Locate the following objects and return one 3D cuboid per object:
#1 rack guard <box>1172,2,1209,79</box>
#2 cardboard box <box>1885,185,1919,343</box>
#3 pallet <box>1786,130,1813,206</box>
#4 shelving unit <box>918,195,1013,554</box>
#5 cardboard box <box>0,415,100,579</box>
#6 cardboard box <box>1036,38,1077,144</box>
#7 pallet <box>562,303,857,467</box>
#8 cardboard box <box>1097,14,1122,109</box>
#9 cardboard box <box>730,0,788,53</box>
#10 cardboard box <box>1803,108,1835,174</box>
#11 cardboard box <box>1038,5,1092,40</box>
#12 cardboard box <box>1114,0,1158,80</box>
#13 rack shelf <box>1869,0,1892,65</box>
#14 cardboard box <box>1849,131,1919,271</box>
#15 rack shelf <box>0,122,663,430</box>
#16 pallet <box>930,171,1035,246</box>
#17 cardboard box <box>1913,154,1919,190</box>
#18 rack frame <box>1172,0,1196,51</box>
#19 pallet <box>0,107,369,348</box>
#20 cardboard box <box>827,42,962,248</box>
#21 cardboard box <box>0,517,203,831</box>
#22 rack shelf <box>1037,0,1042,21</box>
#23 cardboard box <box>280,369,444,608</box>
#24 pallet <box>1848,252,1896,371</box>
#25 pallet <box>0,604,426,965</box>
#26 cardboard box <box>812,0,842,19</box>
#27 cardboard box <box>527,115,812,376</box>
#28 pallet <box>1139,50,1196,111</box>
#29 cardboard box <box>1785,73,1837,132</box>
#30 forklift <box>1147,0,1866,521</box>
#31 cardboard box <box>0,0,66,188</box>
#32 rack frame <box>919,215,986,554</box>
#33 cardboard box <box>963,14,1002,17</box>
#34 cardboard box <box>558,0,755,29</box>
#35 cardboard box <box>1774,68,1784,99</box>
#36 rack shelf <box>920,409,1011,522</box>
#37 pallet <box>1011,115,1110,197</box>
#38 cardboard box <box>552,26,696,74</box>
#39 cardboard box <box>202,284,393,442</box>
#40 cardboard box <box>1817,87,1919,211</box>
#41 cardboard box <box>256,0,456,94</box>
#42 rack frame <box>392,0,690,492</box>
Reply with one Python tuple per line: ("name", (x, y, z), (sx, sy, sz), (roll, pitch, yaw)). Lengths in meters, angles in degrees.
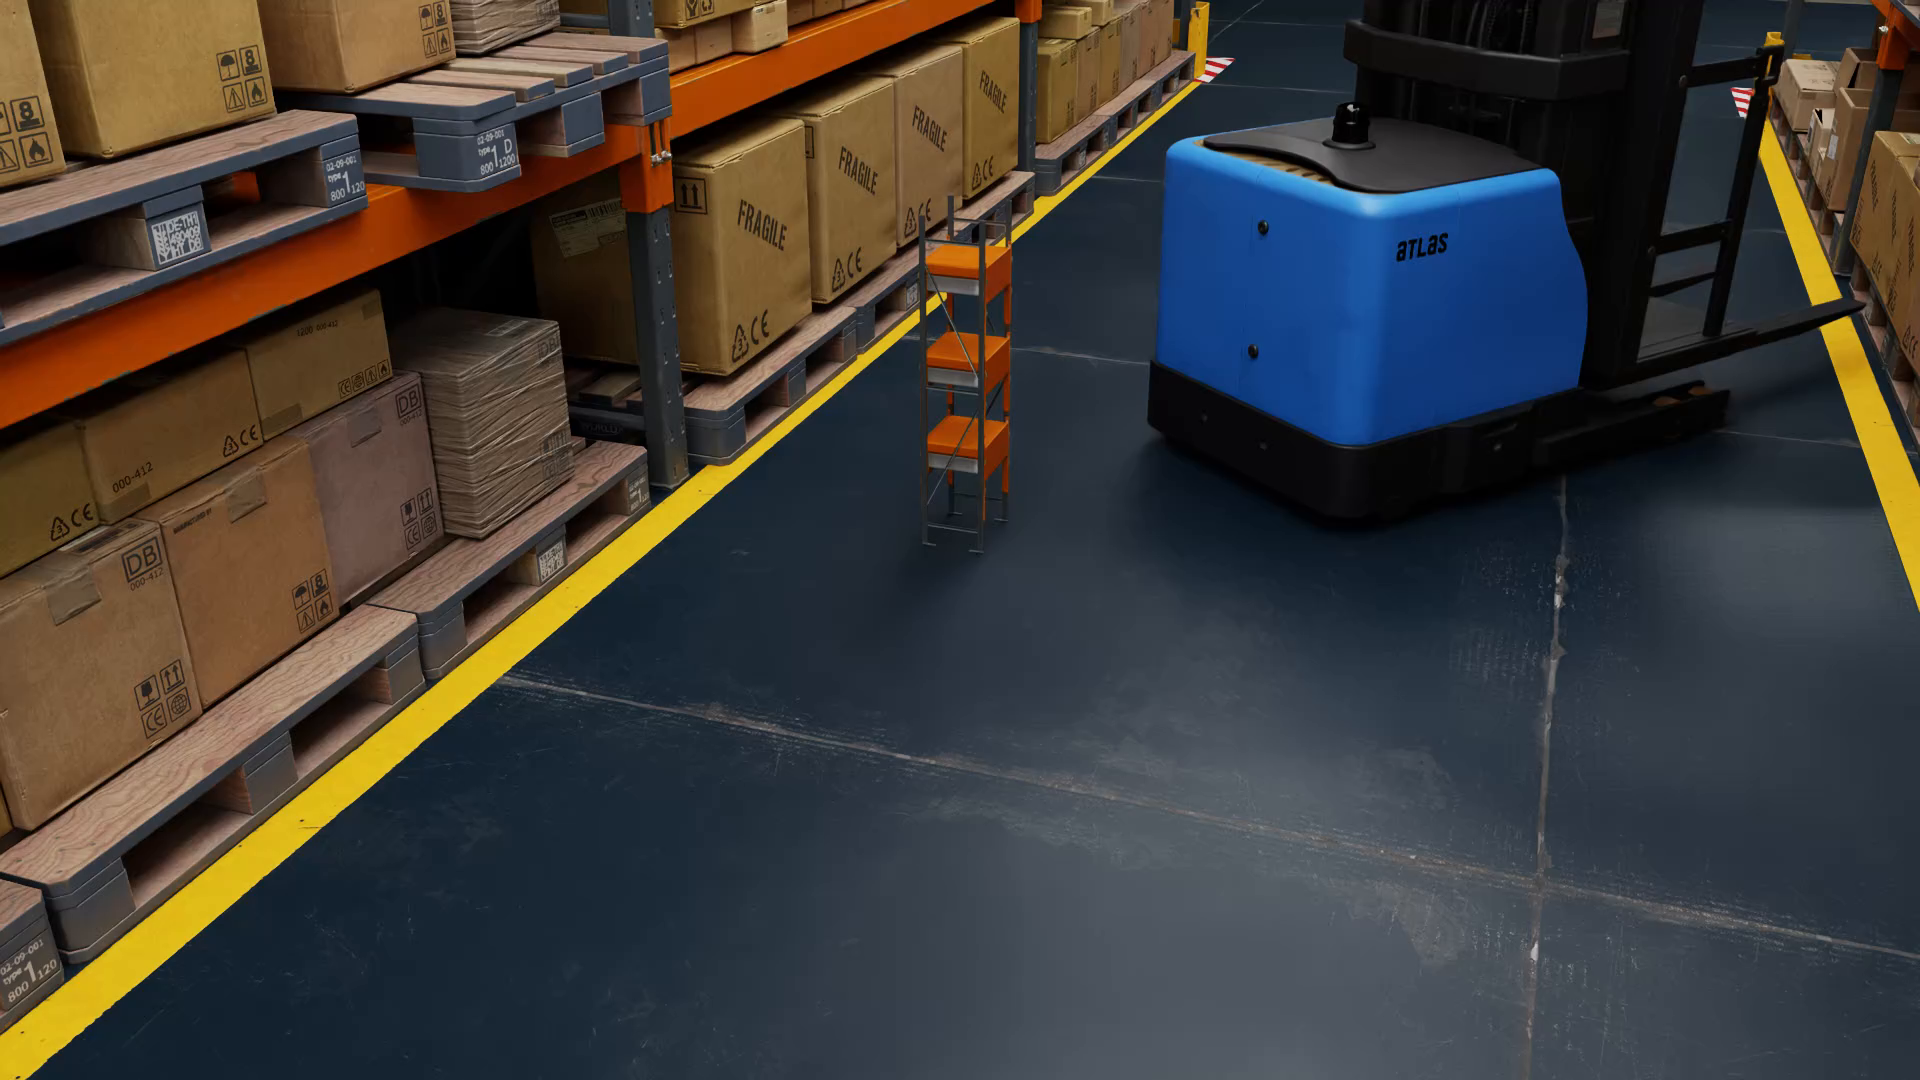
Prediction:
("rack guard", (1.255, -3.781, 12.485), (1.175, 0.500, 0.348), (9, 27, 17))
("cardboard box", (3.858, -1.020, 6.277), (0.500, 0.500, 0.500), (9, 27, 18))
("pallet", (5.223, -2.065, 9.273), (1.003, 0.211, 1.213), (9, 27, 17))
("shelving unit", (0.018, -0.495, 5.067), (0.215, 1.050, 0.252), (9, 27, 17))
("cardboard box", (-2.204, -0.076, 3.467), (0.500, 0.250, 0.500), (8, 27, 16))
("cardboard box", (0.262, -2.608, 9.582), (0.700, 0.500, 0.500), (9, 27, 18))
("pallet", (-1.081, -0.666, 6.384), (1.003, 0.211, 1.213), (9, 27, 17))
("cardboard box", (0.605, -3.025, 10.442), (0.700, 0.500, 0.500), (9, 27, 19))
("cardboard box", (-0.827, -1.805, 5.801), (0.380, 0.149, 0.250), (10, 27, 19))
("cardboard box", (4.760, -2.107, 8.739), (0.500, 0.311, 0.500), (9, 27, 17))
("cardboard box", (0.548, -3.015, 9.676), (0.380, 0.149, 0.250), (10, 27, 19))
("cardboard box", (0.942, -3.452, 11.324), (0.700, 0.500, 0.500), (9, 27, 17))
("rack shelf", (5.254, -3.033, 8.898), (1.077, 0.370, 4.000), (9, 27, 17))
("cardboard box", (4.198, -1.445, 7.155), (0.500, 0.500, 0.500), (8, 27, 15))
("rack shelf", (-2.080, -0.463, 3.589), (1.077, 0.370, 4.000), (9, 27, 17))
("pallet", (-0.270, -1.669, 8.455), (1.003, 0.211, 1.213), (9, 27, 17))
("cardboard box", (3.865, -1.371, 6.143), (0.500, 0.250, 0.500), (9, 27, 18))
("rack frame", (1.247, -4.896, 11.920), (1.000, 3.000, 0.127), (9, 27, 17))
("pallet", (-2.035, -0.702, 3.479), (1.003, 0.211, 1.213), (9, 27, 17))
("cardboard box", (-0.471, -1.822, 7.556), (0.750, 0.750, 0.750), (10, 27, 19))
("cardboard box", (-2.184, 0.234, 3.688), (0.700, 0.500, 0.500), (9, 27, 18))
("rack shelf", (0.582, -3.750, 10.379), (1.077, 0.370, 4.000), (9, 27, 17))
("cardboard box", (-1.886, -0.183, 4.549), (0.700, 0.500, 0.500), (9, 27, 17))
("pallet", (4.354, -0.940, 6.950), (1.003, 0.211, 1.213), (9, 27, 17))
("pallet", (-2.084, 0.467, 4.042), (1.003, 0.211, 1.213), (9, 27, 17))
("cardboard box", (-0.685, -2.139, 6.490), (0.380, 0.149, 0.250), (9, 27, 18))
("cardboard box", (-1.046, -1.113, 6.091), (0.750, 0.750, 0.750), (8, 27, 17))
("pallet", (1.055, -3.301, 11.825), (1.003, 0.211, 1.213), (9, 27, 17))
("cardboard box", (5.139, -2.546, 9.717), (0.500, 0.250, 0.500), (9, 27, 17))
("forklift", (2.195, -1.847, 5.701), (3.031, 2.935, 1.130), (-15, 30, -28))
("cardboard box", (-2.162, -0.915, 3.079), (0.700, 0.500, 0.500), (13, 29, 24))
("rack frame", (-0.023, -0.444, 4.963), (0.200, 1.050, 0.008), (9, 27, 17))
("cardboard box", (0.026, -2.870, 9.377), (0.380, 0.149, 0.250), (9, 27, 17))
("cardboard box", (-1.012, -1.959, 5.374), (0.500, 0.500, 0.500), (10, 27, 19))
("cardboard box", (5.373, -2.877, 10.496), (0.380, 0.166, 0.250), (9, 27, 17))
("rack shelf", (0.018, -0.235, 5.192), (0.215, 0.259, 0.240), (9, 27, 17))
("pallet", (0.243, -2.298, 9.754), (1.003, 0.211, 1.213), (9, 27, 17))
("cardboard box", (-1.087, -1.606, 5.390), (0.380, 0.149, 0.250), (8, 27, 17))
("cardboard box", (-1.854, -0.490, 4.323), (0.500, 0.250, 0.500), (9, 27, 18))
("cardboard box", (4.511, -1.883, 8.061), (0.500, 0.500, 0.500), (9, 27, 17))
("cardboard box", (-1.722, -1.423, 4.127), (0.700, 0.500, 0.500), (6, 27, 13))
("rack frame", (-1.415, -1.608, 5.129), (1.000, 3.000, 0.127), (9, 27, 17))
